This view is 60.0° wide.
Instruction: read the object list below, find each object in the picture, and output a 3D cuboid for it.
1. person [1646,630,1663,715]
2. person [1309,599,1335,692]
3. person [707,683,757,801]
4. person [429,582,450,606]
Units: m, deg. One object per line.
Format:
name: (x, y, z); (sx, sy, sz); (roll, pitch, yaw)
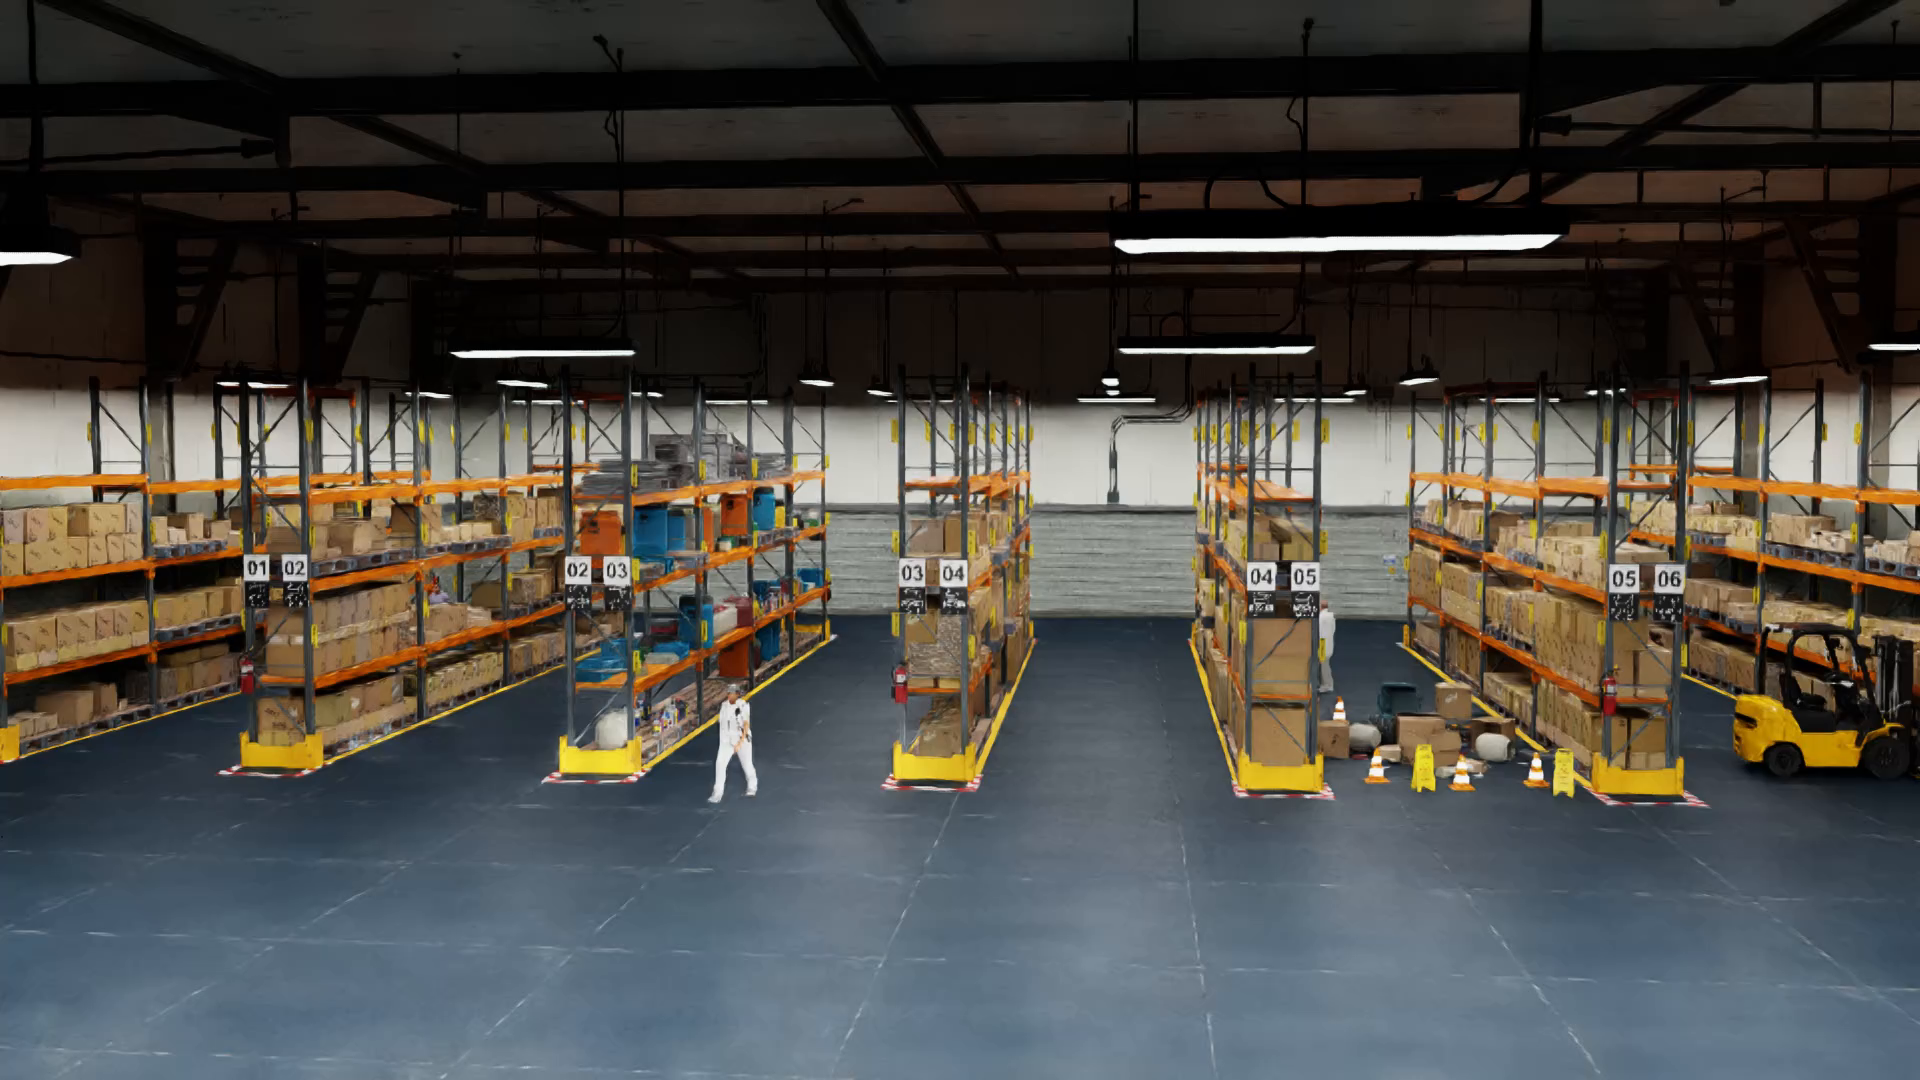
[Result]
person: (11.686, 2.348, 28.161); (0.481, 1.669, 0.486); (3, 5, 36)
person: (7.026, 2.073, 32.308); (0.636, 1.674, 0.677); (3, 5, 38)
person: (-3.070, 2.735, 22.673); (0.479, 1.587, 0.994); (1, 4, 15)
person: (-12.064, 1.736, 38.488); (0.479, 1.567, 1.090); (1, 4, 8)
